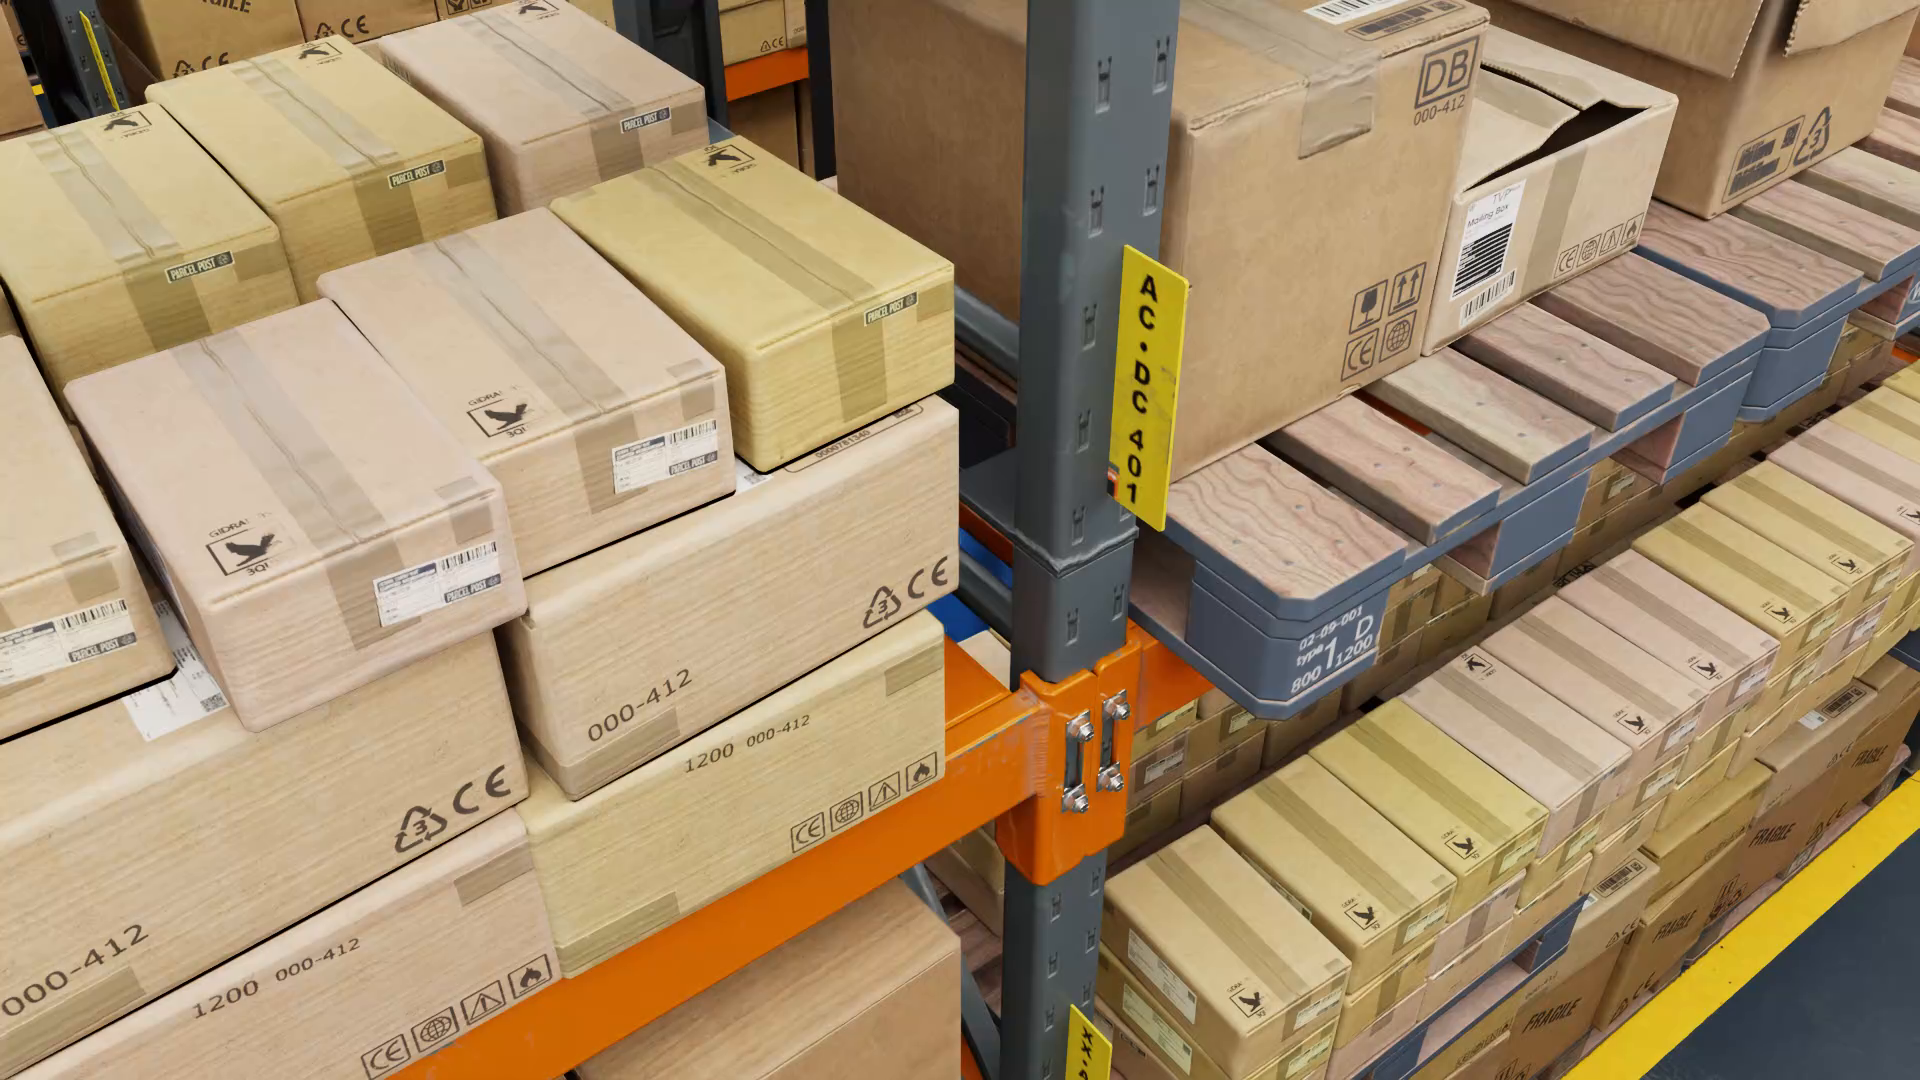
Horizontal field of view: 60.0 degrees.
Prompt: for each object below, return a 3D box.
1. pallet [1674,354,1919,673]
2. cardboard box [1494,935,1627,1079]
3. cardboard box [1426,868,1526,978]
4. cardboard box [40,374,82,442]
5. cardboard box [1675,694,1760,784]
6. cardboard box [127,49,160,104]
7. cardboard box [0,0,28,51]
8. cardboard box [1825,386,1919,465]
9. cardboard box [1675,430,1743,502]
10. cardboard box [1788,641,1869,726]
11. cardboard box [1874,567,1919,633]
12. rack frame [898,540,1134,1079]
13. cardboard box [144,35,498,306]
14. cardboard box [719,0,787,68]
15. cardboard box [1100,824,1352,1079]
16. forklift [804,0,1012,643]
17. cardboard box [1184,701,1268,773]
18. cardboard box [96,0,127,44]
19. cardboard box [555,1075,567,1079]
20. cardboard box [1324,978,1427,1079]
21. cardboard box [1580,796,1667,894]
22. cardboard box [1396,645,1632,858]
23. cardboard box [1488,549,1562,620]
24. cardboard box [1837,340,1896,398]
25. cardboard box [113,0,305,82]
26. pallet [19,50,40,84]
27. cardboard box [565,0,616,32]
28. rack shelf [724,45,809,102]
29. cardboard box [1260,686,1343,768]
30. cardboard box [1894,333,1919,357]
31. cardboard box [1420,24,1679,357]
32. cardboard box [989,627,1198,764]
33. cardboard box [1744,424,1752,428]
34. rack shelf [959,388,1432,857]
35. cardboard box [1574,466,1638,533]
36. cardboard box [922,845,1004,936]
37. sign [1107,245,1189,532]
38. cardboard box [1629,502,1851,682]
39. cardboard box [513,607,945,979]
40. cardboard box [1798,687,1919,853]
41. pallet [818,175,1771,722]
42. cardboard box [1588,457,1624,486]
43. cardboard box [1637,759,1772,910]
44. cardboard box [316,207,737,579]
[{"bbox_3d":[2.533,-0.212,4.795,1.003,0.211,1.213,-26,46,-28],"label":"pallet"},{"bbox_3d":[1.435,1.168,4.601,0.500,0.500,0.500,-25,46,-27],"label":"cardboard box"},{"bbox_3d":[0.863,0.628,3.252,0.250,0.149,0.380,-25,45,-27],"label":"cardboard box"},{"bbox_3d":[-1.064,-0.109,1.877,0.500,0.250,0.500,-26,46,-28],"label":"cardboard box"},{"bbox_3d":[1.492,0.320,3.628,0.250,0.149,0.380,-27,46,-29],"label":"cardboard box"},{"bbox_3d":[-2.714,-1.683,6.161,0.500,0.250,0.500,-27,47,-29],"label":"cardboard box"},{"bbox_3d":[-5.742,-3.284,10.028,0.500,0.500,0.500,-24,45,-26],"label":"cardboard box"},{"bbox_3d":[2.306,-0.189,4.013,0.250,0.149,0.380,-25,45,-27],"label":"cardboard box"},{"bbox_3d":[1.916,-0.296,4.613,0.250,0.149,0.380,-24,45,-26],"label":"cardboard box"},{"bbox_3d":[1.902,0.234,3.967,0.250,0.149,0.380,-25,45,-27],"label":"cardboard box"},{"bbox_3d":[2.104,0.023,3.990,0.250,0.149,0.380,-26,46,-28],"label":"cardboard box"},{"bbox_3d":[-0.138,0.930,3.251,0.127,3.000,1.000,-26,46,-28],"label":"rack frame"},{"bbox_3d":[-0.753,-0.440,1.966,0.250,0.149,0.380,-28,47,-30],"label":"cardboard box"},{"bbox_3d":[-1.110,-2.290,7.295,0.500,0.250,0.500,-26,46,-29],"label":"cardboard box"},{"bbox_3d":[0.454,0.714,2.912,0.250,0.149,0.380,-24,45,-26],"label":"cardboard box"},{"bbox_3d":[0.108,-1.511,6.281,1.130,2.935,3.031,12,41,14],"label":"forklift"},{"bbox_3d":[0.464,0.300,3.651,0.250,0.149,0.380,-24,45,-26],"label":"cardboard box"},{"bbox_3d":[-3.033,-2.244,6.253,0.500,0.500,0.500,-24,45,-27],"label":"cardboard box"},{"bbox_3d":[-0.753,0.910,2.174,0.500,0.500,0.500,-27,47,-29],"label":"cardboard box"},{"bbox_3d":[0.671,0.834,3.235,0.250,0.149,0.380,-25,46,-27],"label":"cardboard box"},{"bbox_3d":[1.273,0.544,3.588,0.250,0.149,0.380,-28,47,-30],"label":"cardboard box"},{"bbox_3d":[1.076,0.410,3.283,0.250,0.149,0.380,-27,46,-29],"label":"cardboard box"},{"bbox_3d":[1.298,0.004,4.247,0.250,0.149,0.380,-28,47,-29],"label":"cardboard box"},{"bbox_3d":[2.556,-0.609,4.995,0.250,0.149,0.380,-27,46,-29],"label":"cardboard box"},{"bbox_3d":[-2.711,-1.971,5.920,0.500,0.500,0.500,-25,46,-28],"label":"cardboard box"},{"bbox_3d":[-5.640,-3.270,10.570,1.213,0.211,1.003,-26,46,-28],"label":"pallet"},{"bbox_3d":[-1.502,-2.277,6.885,0.500,0.250,0.500,-27,47,-29],"label":"cardboard box"},{"bbox_3d":[-1.649,-2.015,7.408,4.000,0.370,1.077,-26,46,-28],"label":"rack shelf"},{"bbox_3d":[0.659,0.319,3.863,0.250,0.149,0.380,-28,47,-30],"label":"cardboard box"},{"bbox_3d":[3.227,-0.963,5.480,0.500,0.500,0.500,-26,46,-28],"label":"cardboard box"},{"bbox_3d":[0.687,-0.592,2.480,0.500,0.311,0.500,-27,46,-29],"label":"cardboard box"},{"bbox_3d":[0.274,0.278,3.445,0.250,0.149,0.380,-27,47,-29],"label":"cardboard box"},{"bbox_3d":[2.104,-0.499,4.626,0.250,0.149,0.380,-27,47,-29],"label":"cardboard box"},{"bbox_3d":[1.448,-0.724,3.470,4.000,0.370,1.077,-26,46,-28],"label":"rack shelf"},{"bbox_3d":[1.508,-0.212,4.275,0.250,0.149,0.380,-26,46,-28],"label":"cardboard box"},{"bbox_3d":[0.056,0.612,3.506,0.250,0.149,0.380,-27,46,-29],"label":"cardboard box"},{"bbox_3d":[0.199,-0.159,1.806,0.005,0.325,0.100,-26,46,-28],"label":"sign"},{"bbox_3d":[1.691,0.108,3.651,0.250,0.149,0.380,-25,45,-27],"label":"cardboard box"},{"bbox_3d":[-0.363,0.154,1.950,0.500,0.250,0.500,-25,45,-27],"label":"cardboard box"},{"bbox_3d":[2.671,0.574,5.325,0.500,0.500,0.500,-26,46,-28],"label":"cardboard box"},{"bbox_3d":[0.416,-0.342,2.585,1.003,0.211,1.213,-26,46,-28],"label":"pallet"},{"bbox_3d":[1.508,-0.321,4.174,0.250,0.149,0.380,-25,45,-27],"label":"cardboard box"},{"bbox_3d":[1.845,0.684,4.600,0.500,0.250,0.500,-25,45,-27],"label":"cardboard box"},{"bbox_3d":[-0.423,-0.153,1.616,0.250,0.149,0.380,-25,45,-27],"label":"cardboard box"}]
